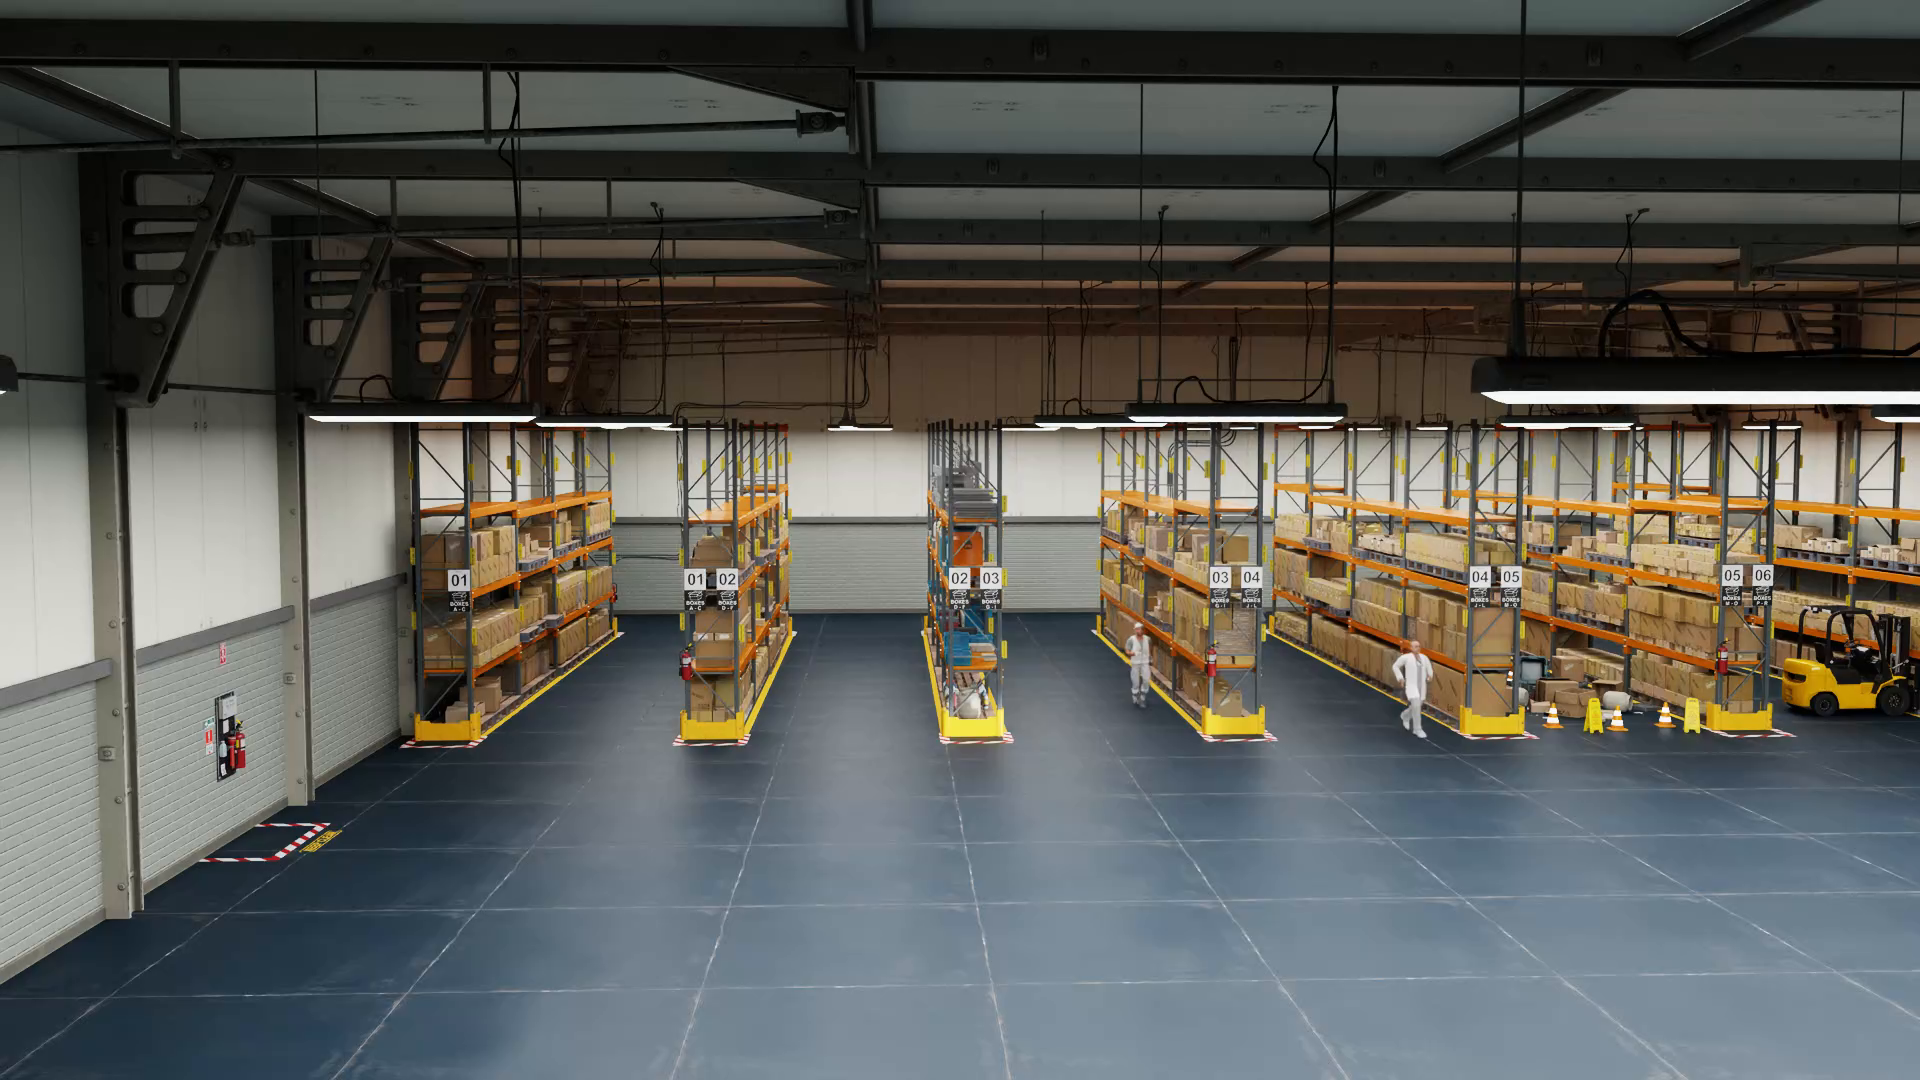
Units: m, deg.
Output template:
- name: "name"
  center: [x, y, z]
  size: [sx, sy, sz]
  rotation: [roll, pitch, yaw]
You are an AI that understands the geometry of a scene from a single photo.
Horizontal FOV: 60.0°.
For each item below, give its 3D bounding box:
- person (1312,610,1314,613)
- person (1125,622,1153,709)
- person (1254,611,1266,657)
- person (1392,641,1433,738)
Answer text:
- name: "person"
  center: [10.302, 1.770, 49.146]
  size: [0.739, 1.584, 1.094]
  rotation: [-3, 5, -39]
- name: "person"
  center: [3.741, 2.615, 34.693]
  size: [0.599, 1.806, 0.756]
  rotation: [0, 4, -3]
- name: "person"
  center: [7.185, 2.225, 40.851]
  size: [0.667, 1.750, 0.884]
  rotation: [0, 4, -7]
- name: "person"
  center: [8.623, 2.800, 31.600]
  size: [0.722, 1.779, 0.993]
  rotation: [-1, 4, -17]
